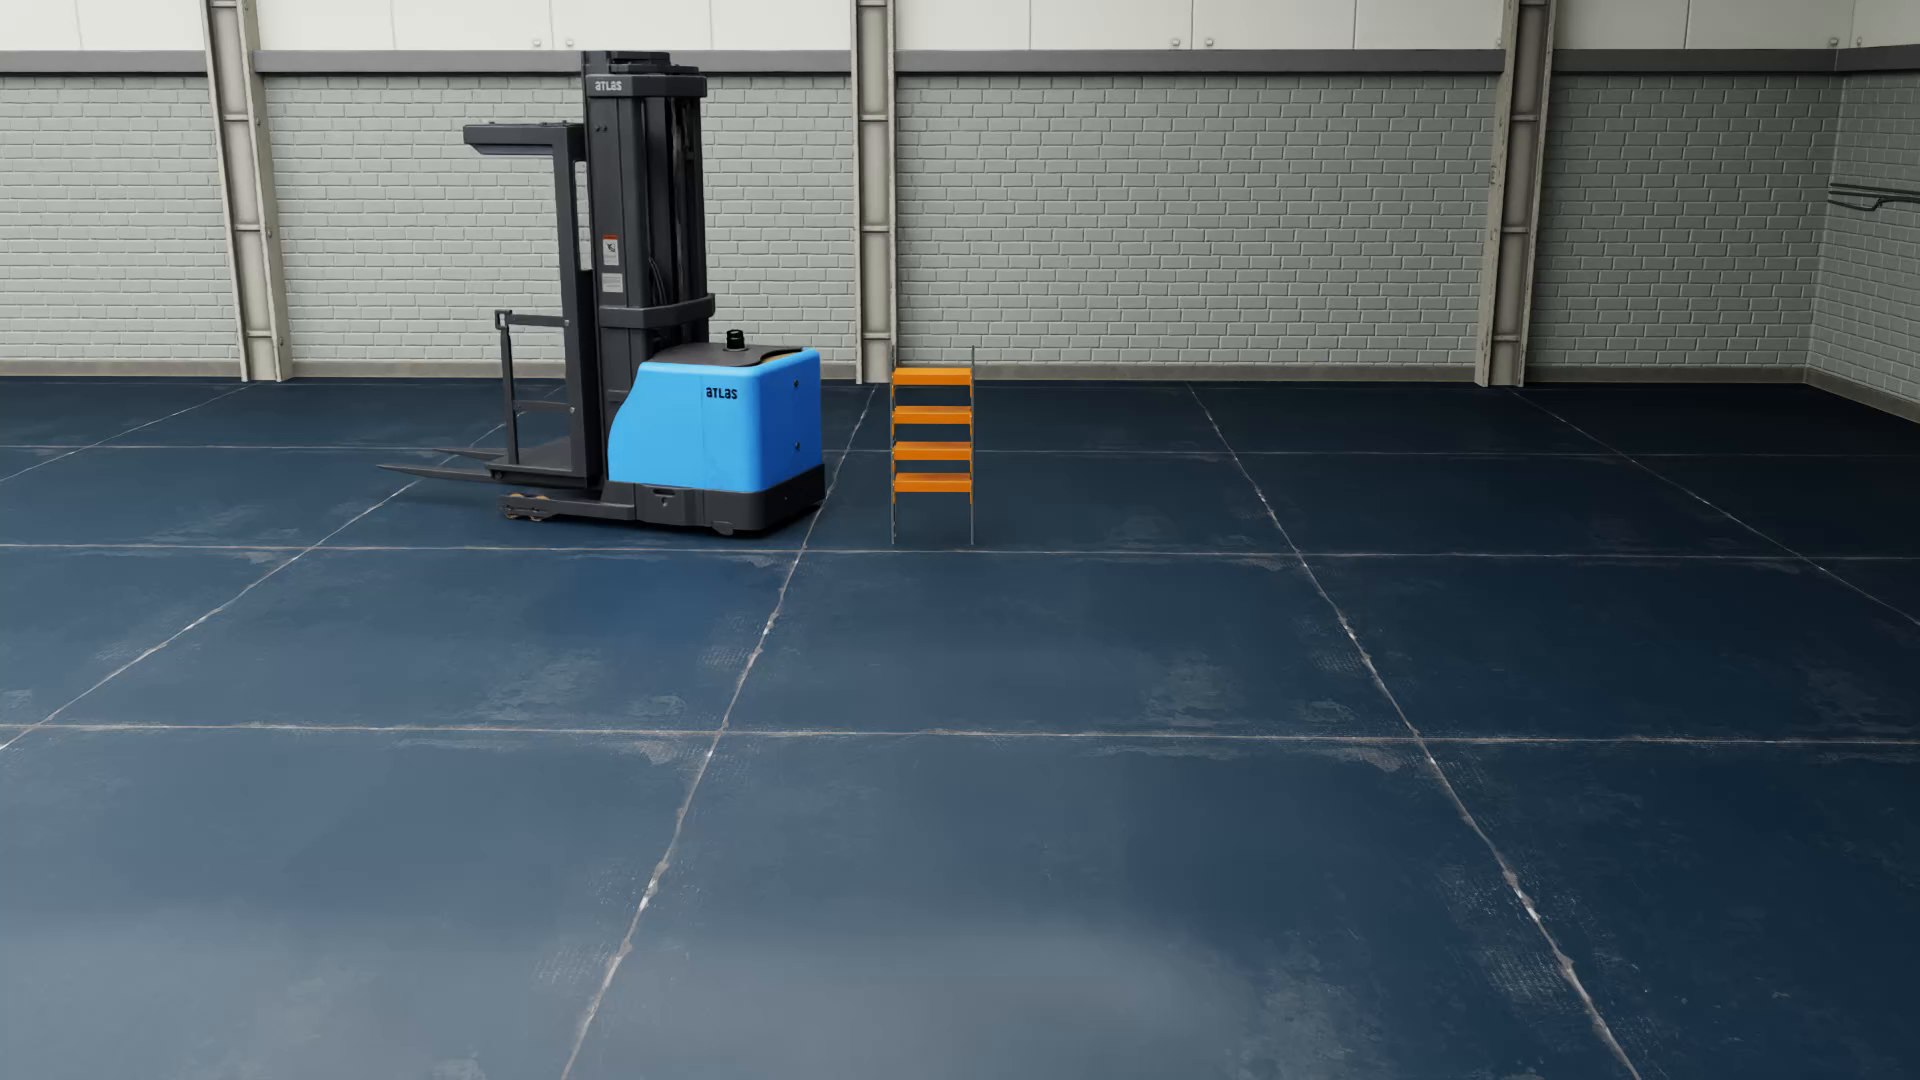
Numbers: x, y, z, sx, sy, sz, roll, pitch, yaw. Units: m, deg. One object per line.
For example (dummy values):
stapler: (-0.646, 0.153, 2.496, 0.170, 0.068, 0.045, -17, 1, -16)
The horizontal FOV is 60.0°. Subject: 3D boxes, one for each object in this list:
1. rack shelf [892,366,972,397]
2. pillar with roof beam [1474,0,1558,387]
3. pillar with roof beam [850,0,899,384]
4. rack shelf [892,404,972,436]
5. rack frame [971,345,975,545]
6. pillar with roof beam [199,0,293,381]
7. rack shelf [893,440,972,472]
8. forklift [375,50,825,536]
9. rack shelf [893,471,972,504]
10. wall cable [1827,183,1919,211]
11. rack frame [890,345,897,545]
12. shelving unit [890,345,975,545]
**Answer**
rack shelf: (-0.165, -0.961, 10.091, 0.480, 0.148, 0.258, 0, 15, 1)
pillar with roof beam: (5.087, -4.760, 10.740, 0.400, 9.000, 9.100, 0, 15, 1)
pillar with roof beam: (-0.911, -4.799, 10.888, 0.400, 9.000, 9.100, 0, 15, 1)
rack shelf: (-0.165, -0.732, 10.151, 0.480, 0.148, 0.258, 0, 15, 1)
rack frame: (0.078, -0.580, 10.185, 0.015, 1.200, 0.240, 0, 15, 1)
pillar with roof beam: (-6.909, -4.838, 11.036, 0.400, 9.000, 9.100, 0, 15, 1)
rack shelf: (-0.165, -0.516, 10.208, 0.480, 0.148, 0.258, 0, 15, 1)
forklift: (-2.475, -1.657, 10.875, 3.031, 2.935, 1.130, 5, 16, 20)
rack shelf: (-0.165, -0.324, 10.259, 0.480, 0.148, 0.258, 0, 15, 1)
wall cable: (8.109, -4.000, 13.946, 0.112, 2.526, 3.097, 0, 15, 1)
rack frame: (-0.409, -0.583, 10.197, 0.015, 1.200, 0.240, 0, 15, 1)
shelving unit: (-0.165, -0.581, 10.191, 0.503, 1.200, 0.258, 0, 15, 1)
